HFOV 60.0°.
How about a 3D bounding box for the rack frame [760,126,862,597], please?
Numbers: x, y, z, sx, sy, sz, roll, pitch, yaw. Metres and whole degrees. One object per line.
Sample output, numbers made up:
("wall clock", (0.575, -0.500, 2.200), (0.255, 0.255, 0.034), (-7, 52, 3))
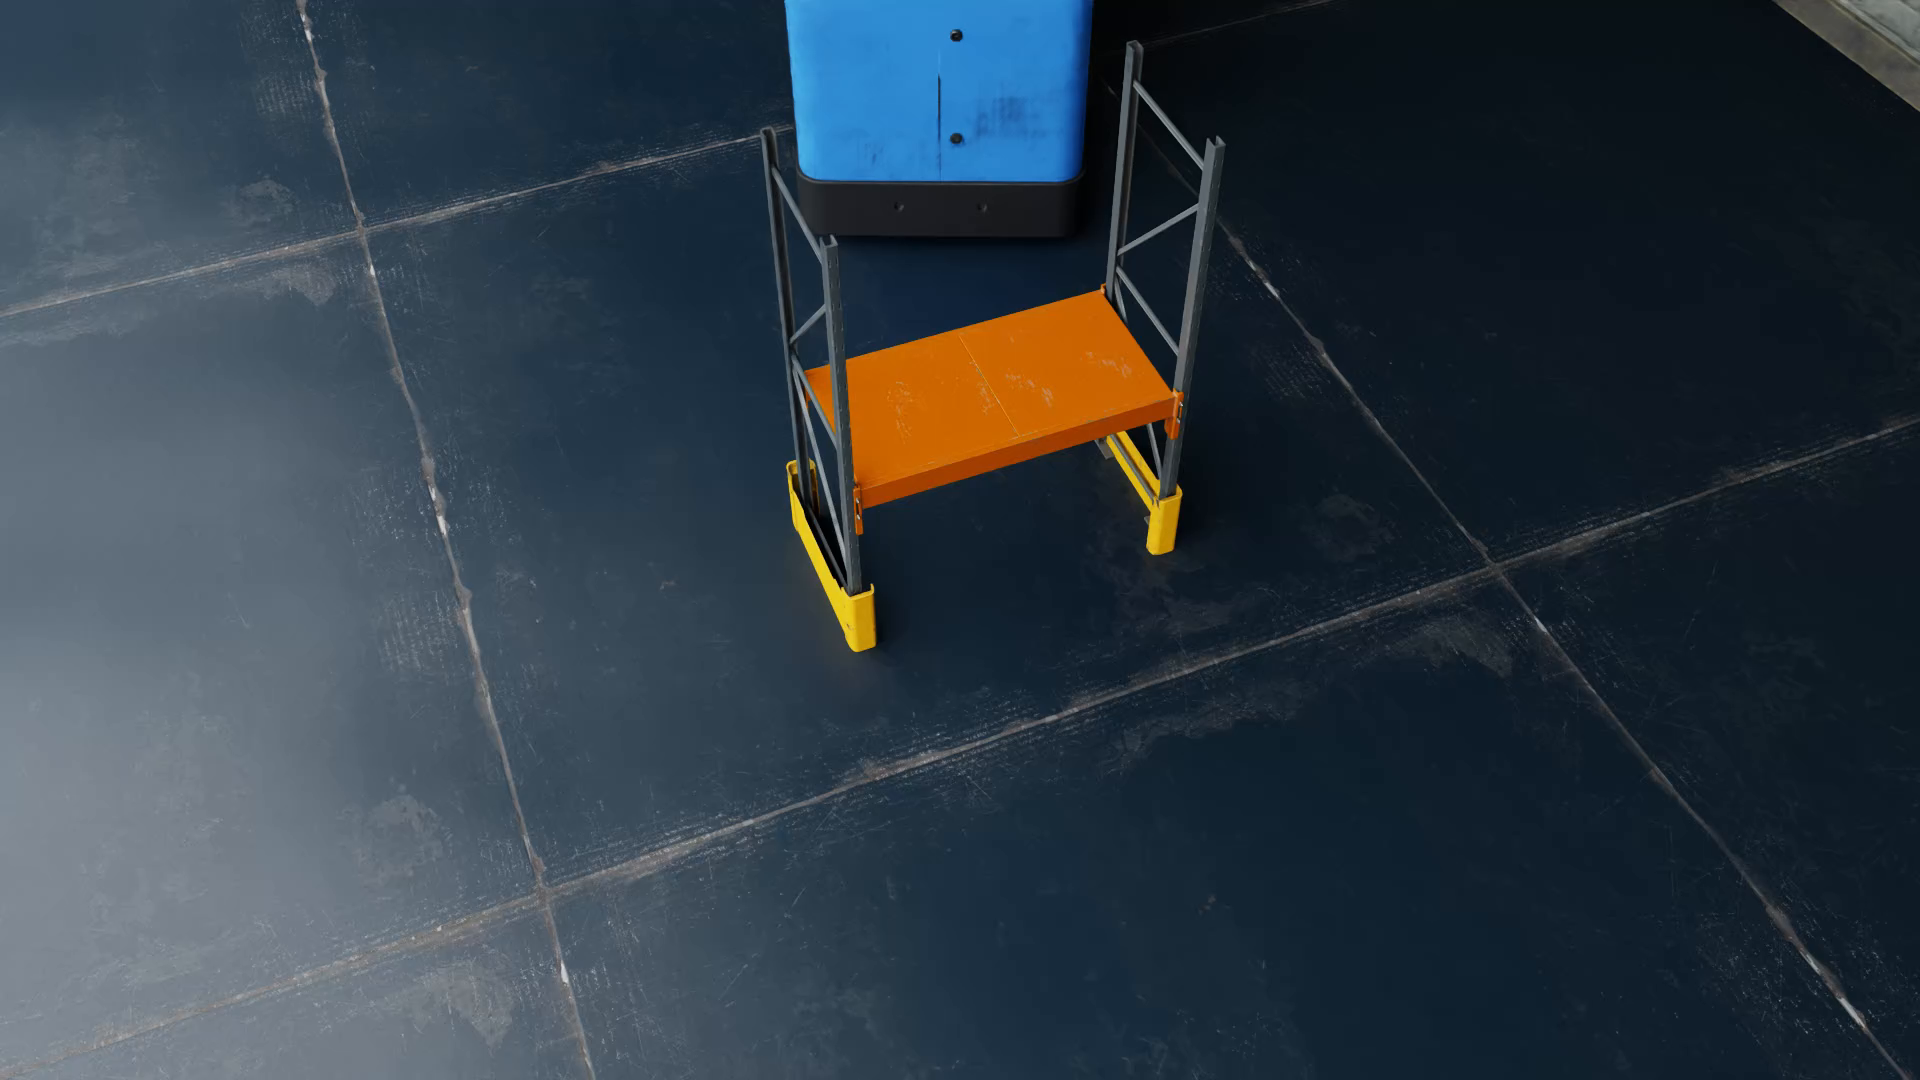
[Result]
("rack frame", (-0.392, -0.367, 4.577), (0.032, 1.500, 0.500), (-17, 52, -14))

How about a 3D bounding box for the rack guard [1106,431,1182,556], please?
("rack guard", (0.532, -0.246, 5.297), (0.087, 0.250, 0.587), (-17, 52, -14))

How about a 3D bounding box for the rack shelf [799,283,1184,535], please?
("rack shelf", (0.079, -0.396, 4.838), (1.000, 0.185, 0.538), (-17, 52, -14))

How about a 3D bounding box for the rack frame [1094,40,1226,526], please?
("rack frame", (0.550, -0.659, 4.827), (0.032, 1.500, 0.500), (-17, 52, -14))

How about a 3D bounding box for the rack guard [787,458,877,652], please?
("rack guard", (-0.390, 0.040, 5.051), (0.087, 0.250, 0.587), (-17, 52, -14))

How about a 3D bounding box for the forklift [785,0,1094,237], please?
("forklift", (-0.052, -3.171, 6.042), (1.130, 2.935, 3.031), (1, 49, 0))

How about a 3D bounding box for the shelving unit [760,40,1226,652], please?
("shelving unit", (0.071, -0.510, 4.700), (1.083, 1.500, 0.587), (-17, 52, -14))
